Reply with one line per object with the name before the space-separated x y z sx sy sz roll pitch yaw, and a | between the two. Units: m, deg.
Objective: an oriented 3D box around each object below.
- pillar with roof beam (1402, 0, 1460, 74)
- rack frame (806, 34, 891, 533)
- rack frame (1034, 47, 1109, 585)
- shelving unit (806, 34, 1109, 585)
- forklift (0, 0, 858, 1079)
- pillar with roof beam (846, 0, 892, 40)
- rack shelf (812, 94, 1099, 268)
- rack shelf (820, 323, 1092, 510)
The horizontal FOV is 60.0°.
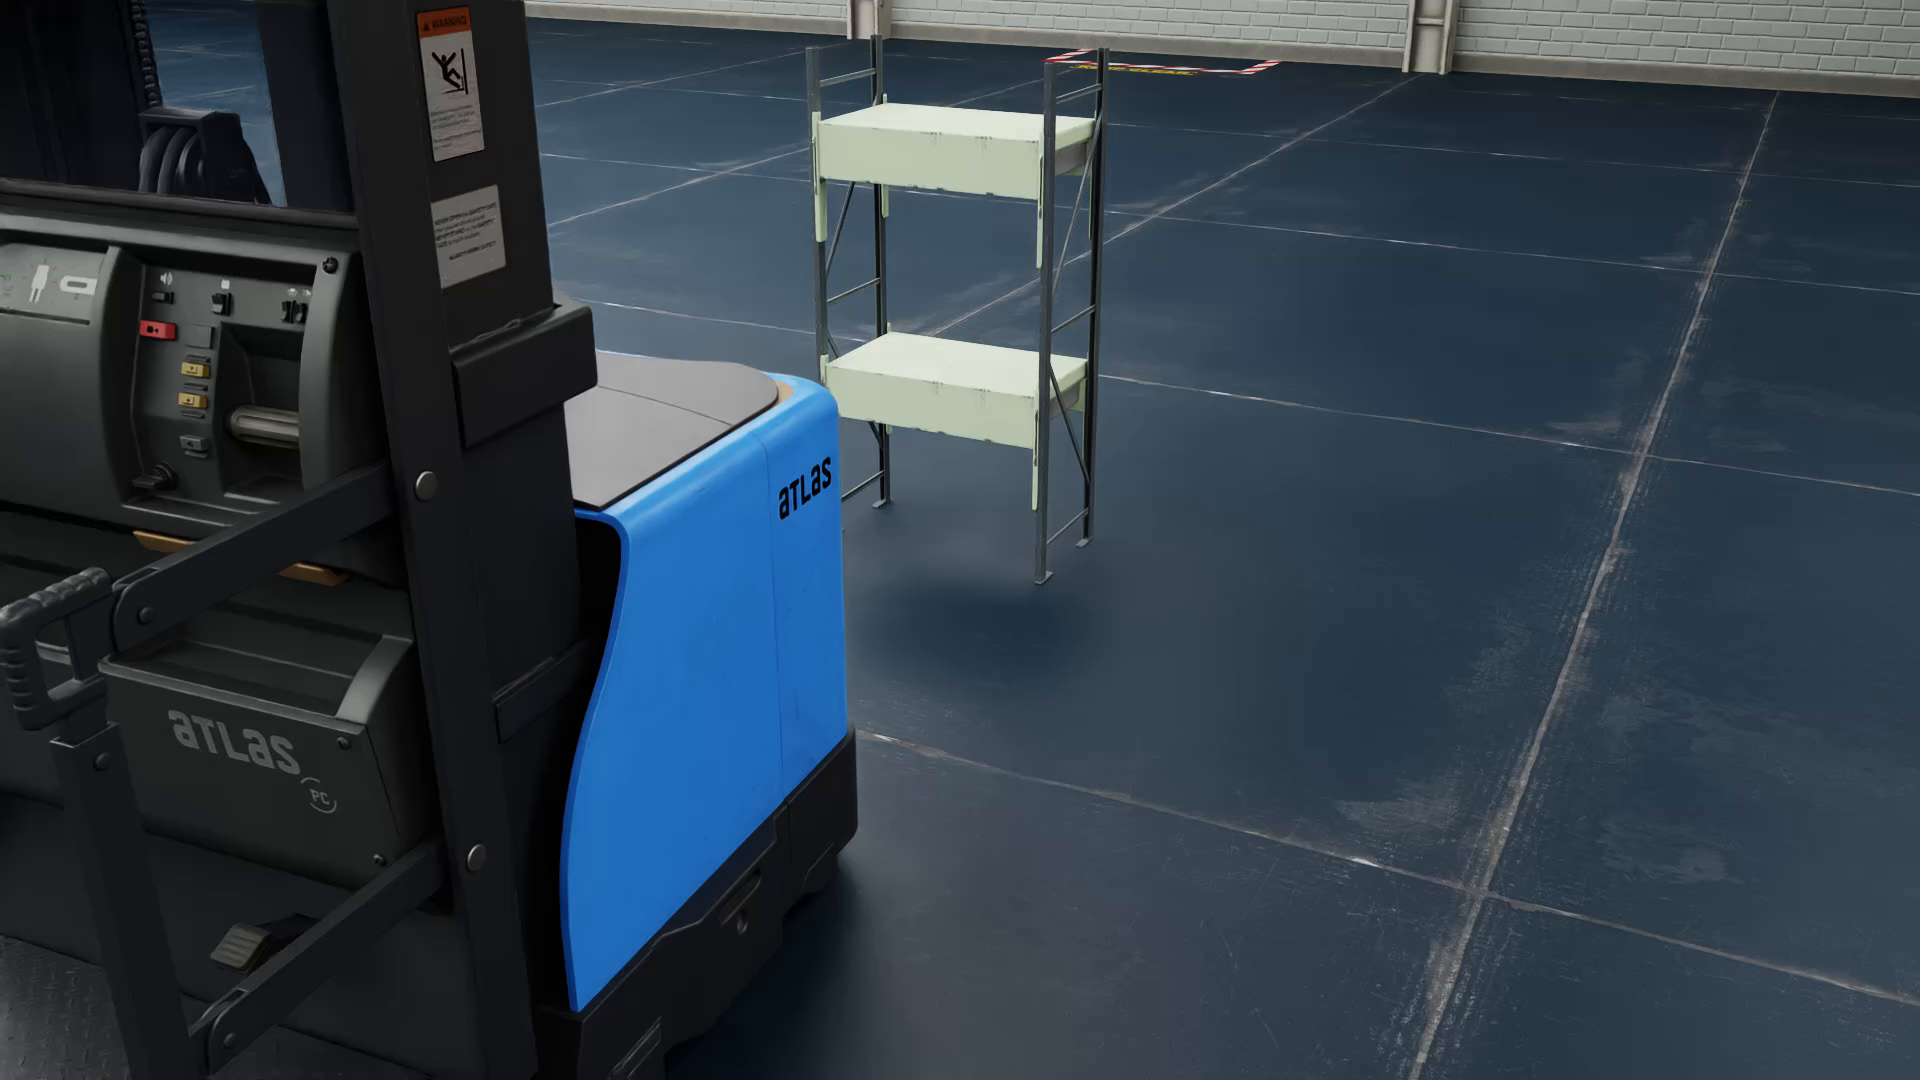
pillar with roof beam | 2.431 -7.029 10.280 0.400 9.000 9.100 11 25 25
rack frame | -0.333 -0.756 5.111 0.023 1.500 0.400 11 25 25
rack frame | 0.321 -0.627 4.807 0.023 1.500 0.400 11 25 25
shelving unit | -0.006 -0.691 4.959 0.755 1.500 0.431 11 25 25
forklift | -1.259 -0.216 2.014 1.130 2.935 3.031 9 25 21
pillar with roof beam | -2.923 -8.089 12.772 0.400 9.000 9.100 11 25 25
rack shelf | -0.006 -1.050 4.807 0.720 0.370 0.431 11 25 25
rack shelf | -0.006 -0.391 5.087 0.720 0.370 0.431 11 25 25
